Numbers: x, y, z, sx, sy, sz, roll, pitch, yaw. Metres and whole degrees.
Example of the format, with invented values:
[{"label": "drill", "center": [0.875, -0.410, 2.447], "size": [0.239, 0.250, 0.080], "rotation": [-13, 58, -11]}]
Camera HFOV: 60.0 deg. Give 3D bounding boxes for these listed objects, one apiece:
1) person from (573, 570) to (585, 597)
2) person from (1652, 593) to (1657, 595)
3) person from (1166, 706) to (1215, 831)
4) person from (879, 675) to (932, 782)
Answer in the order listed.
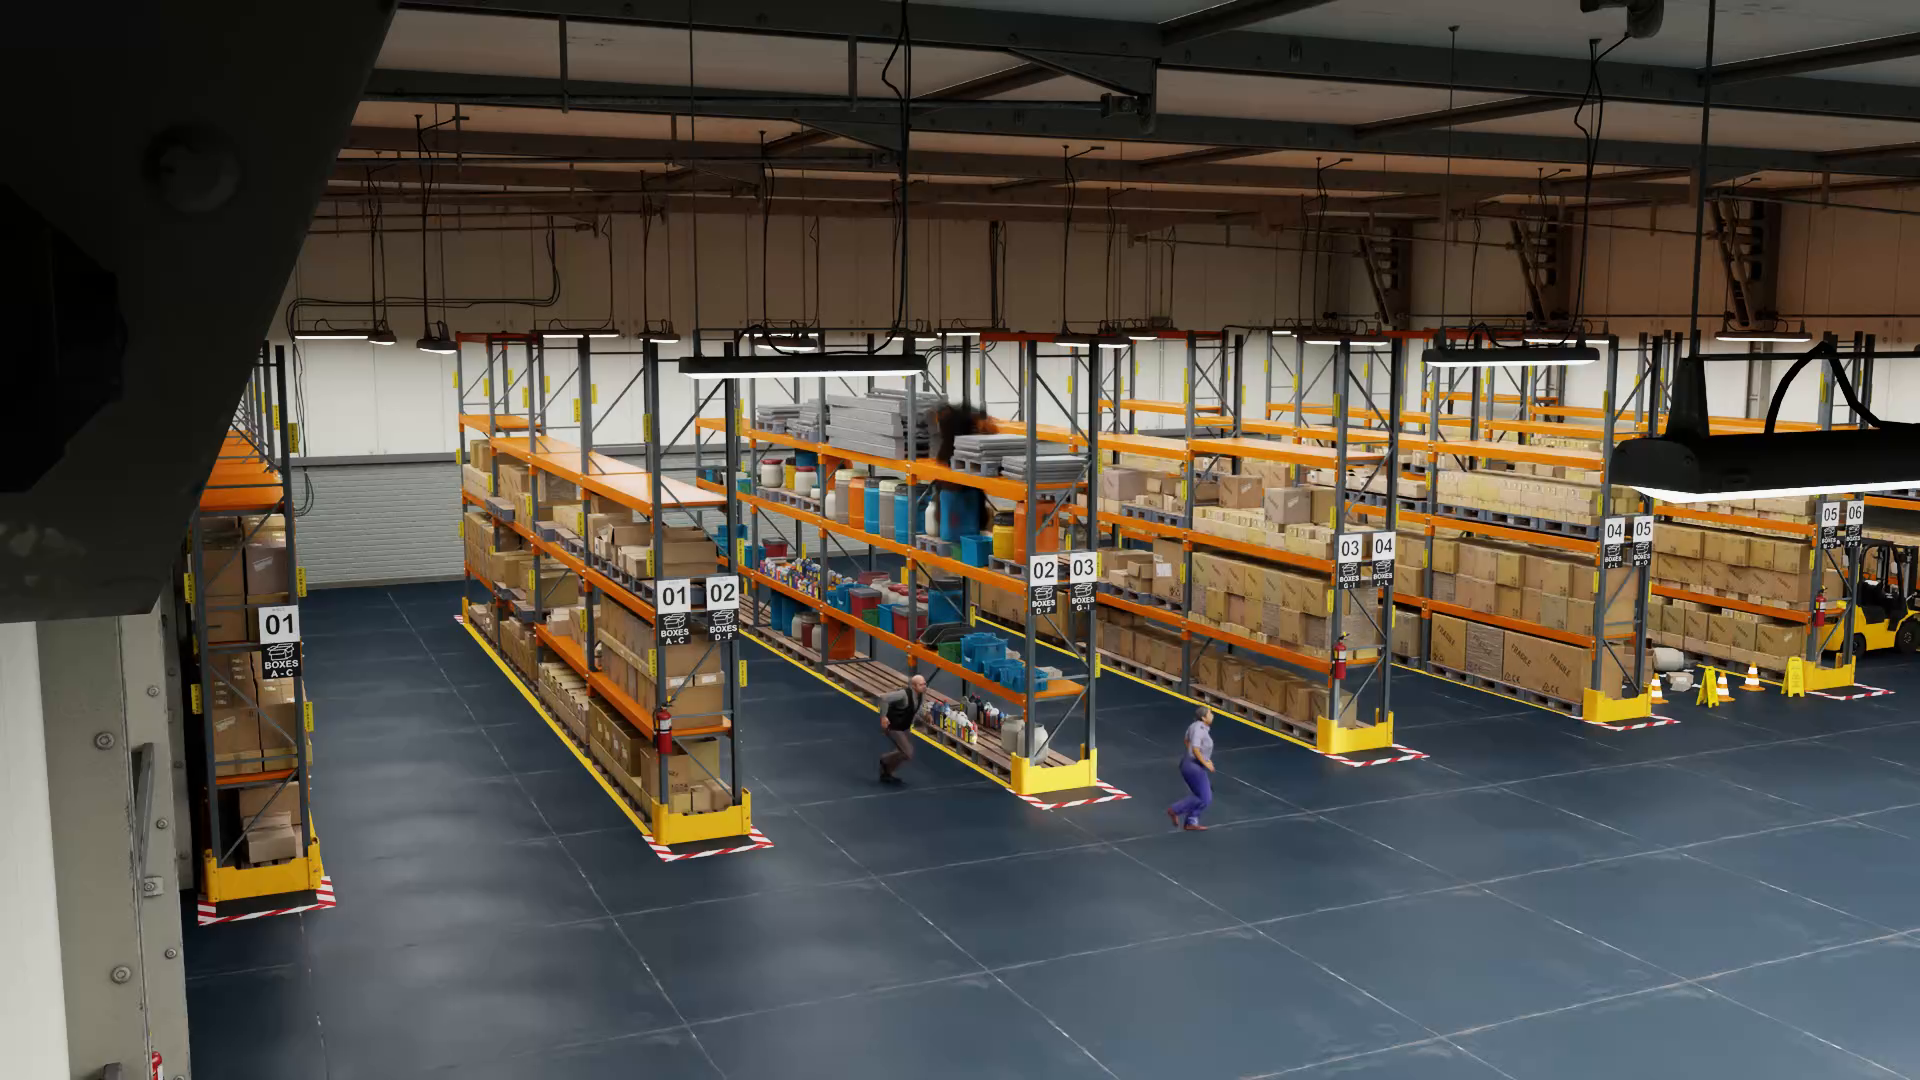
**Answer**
[{"label": "person", "center": [-8.389, 0.748, 35.633], "size": [0.659, 1.666, 0.696], "rotation": [4, 9, 27]}, {"label": "person", "center": [14.224, 0.967, 33.976], "size": [0.614, 1.580, 0.530], "rotation": [-4, 9, -29]}, {"label": "person", "center": [2.834, 2.814, 20.461], "size": [0.596, 1.582, 0.608], "rotation": [0, 8, -1]}, {"label": "person", "center": [-0.776, 2.558, 22.393], "size": [0.836, 1.550, 0.690], "rotation": [5, 9, 34]}]
